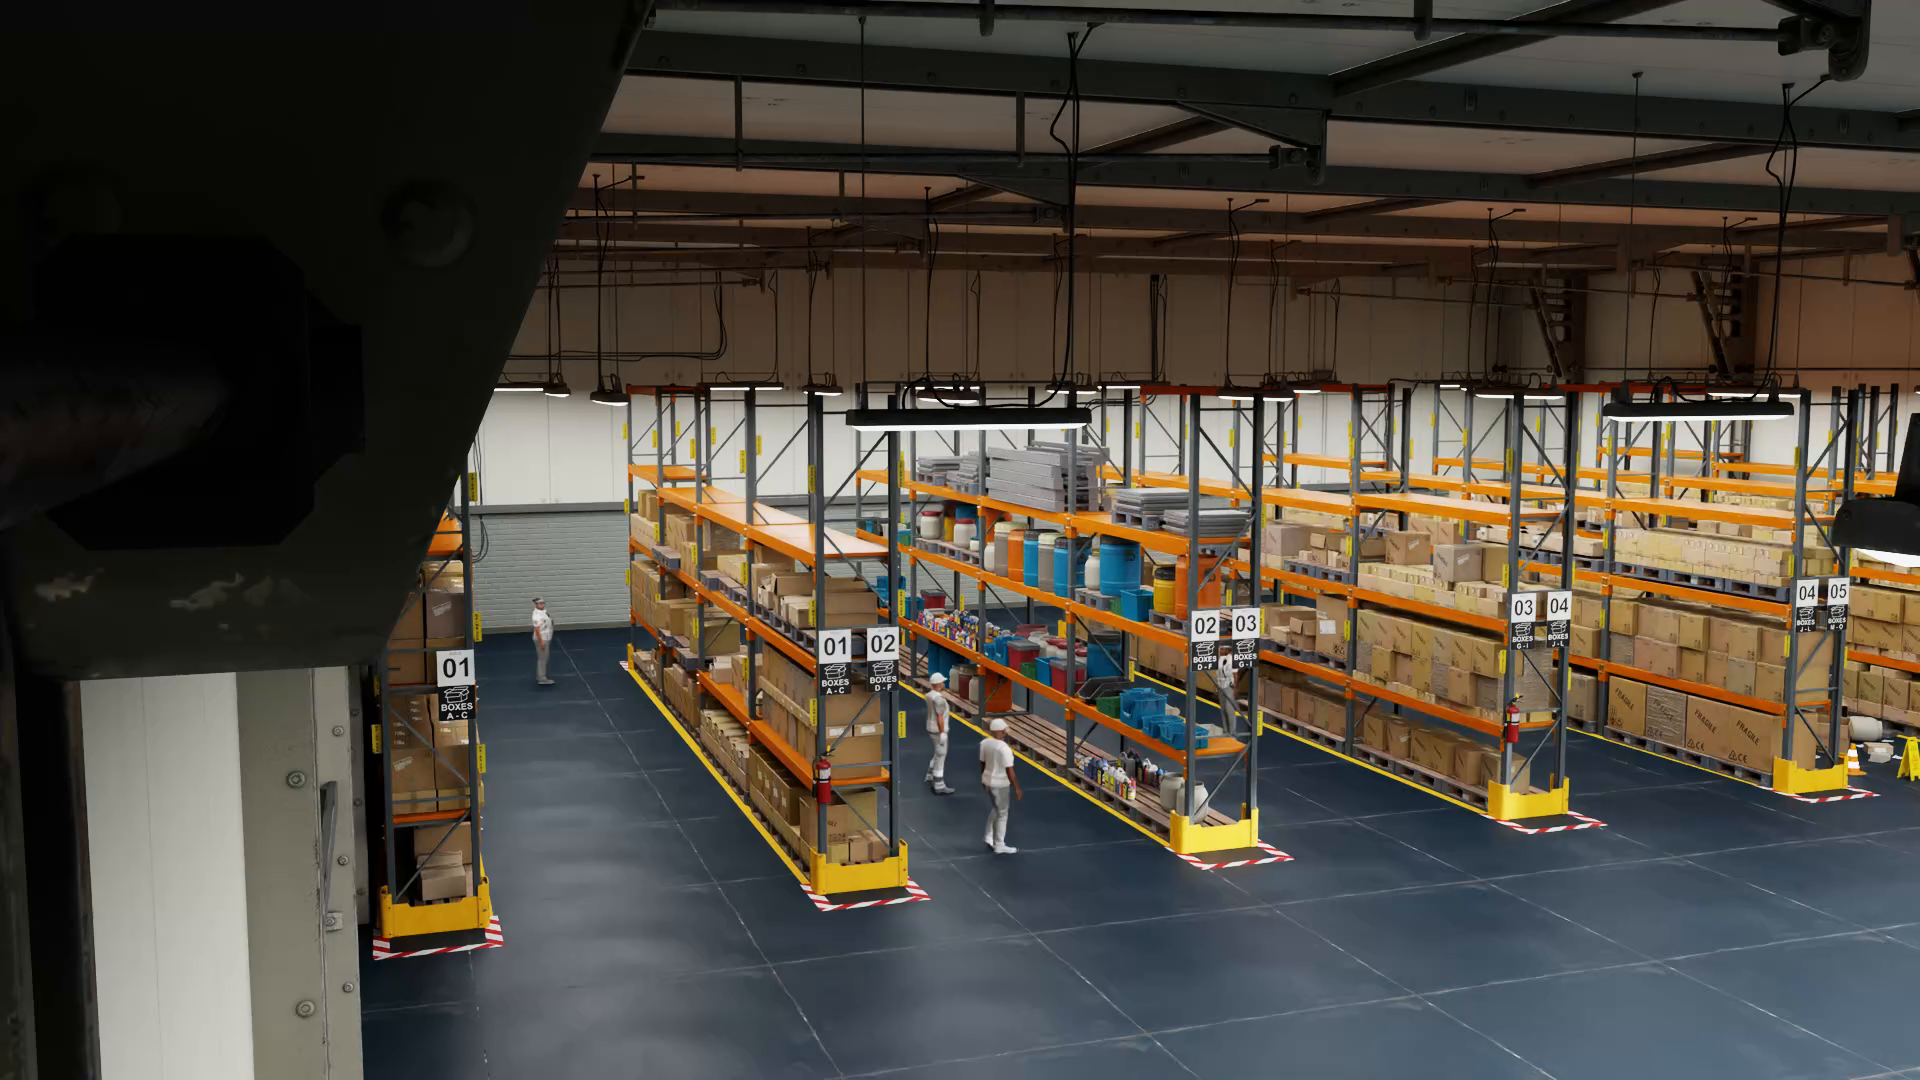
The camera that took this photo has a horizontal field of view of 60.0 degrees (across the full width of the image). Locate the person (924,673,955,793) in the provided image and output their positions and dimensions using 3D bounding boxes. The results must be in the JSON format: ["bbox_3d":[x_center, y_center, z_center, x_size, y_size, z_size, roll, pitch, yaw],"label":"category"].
[{"bbox_3d":[-0.298,2.886,24.876,0.379,1.813,0.611,-2,6,-18],"label":"person"}]

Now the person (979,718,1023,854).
[{"bbox_3d":[0.528,3.233,21.778,0.387,1.801,0.653,-3,7,-28],"label":"person"}]

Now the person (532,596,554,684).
[{"bbox_3d":[-8.365,2.021,33.385,0.413,1.814,0.578,-1,6,-13],"label":"person"}]

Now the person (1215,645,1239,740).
[{"bbox_3d":[4.559,2.579,28.374,0.385,1.715,0.593,-3,6,-23],"label":"person"}]
